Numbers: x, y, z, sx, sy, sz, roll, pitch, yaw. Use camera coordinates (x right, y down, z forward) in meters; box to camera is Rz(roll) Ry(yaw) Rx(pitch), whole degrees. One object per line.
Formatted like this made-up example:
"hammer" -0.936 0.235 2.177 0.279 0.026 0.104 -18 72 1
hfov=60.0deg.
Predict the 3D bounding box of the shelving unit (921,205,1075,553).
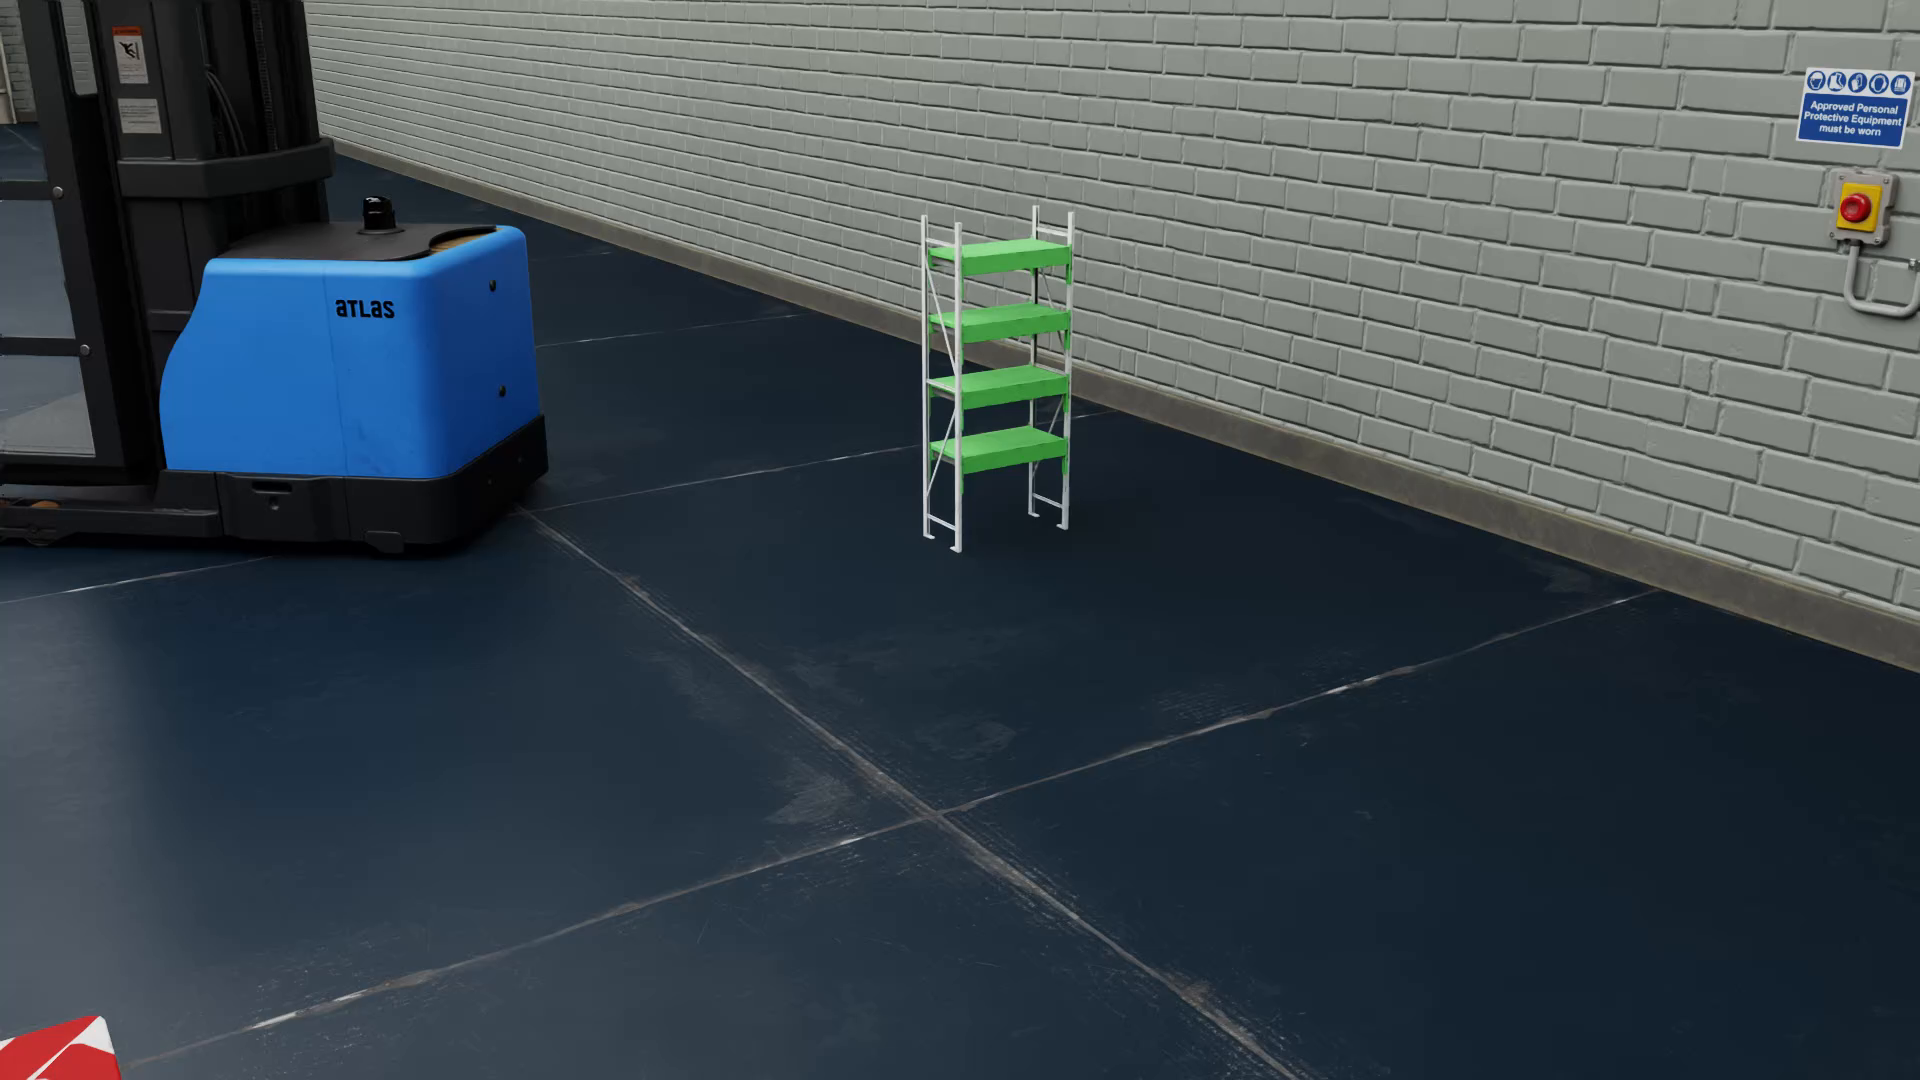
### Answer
"shelving unit" 0.138 -0.598 6.139 0.503 1.200 0.258 -12 22 -31

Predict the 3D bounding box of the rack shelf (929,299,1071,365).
"rack shelf" 0.138 -0.764 6.082 0.480 0.148 0.258 -12 22 -31

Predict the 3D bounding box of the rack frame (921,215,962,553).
"rack frame" -0.066 -0.555 6.012 0.015 1.200 0.240 -12 22 -31

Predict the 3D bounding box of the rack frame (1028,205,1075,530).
"rack frame" 0.342 -0.641 6.266 0.015 1.200 0.240 -12 22 -31

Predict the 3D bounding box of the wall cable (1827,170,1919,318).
"wall cable" 2.629 -1.629 4.743 0.123 1.953 0.585 -12 22 -31

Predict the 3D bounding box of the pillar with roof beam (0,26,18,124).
"pillar with roof beam" -11.544 -9.156 19.277 0.400 9.000 9.100 -12 22 -31

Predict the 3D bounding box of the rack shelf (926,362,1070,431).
"rack shelf" 0.138 -0.537 6.159 0.480 0.148 0.258 -12 22 -31

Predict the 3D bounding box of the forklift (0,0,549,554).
"forklift" -3.256 -1.530 6.193 3.031 2.935 1.130 2 19 7

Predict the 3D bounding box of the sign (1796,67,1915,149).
"sign" 2.653 -1.284 4.938 0.001 0.218 0.327 -12 22 -31

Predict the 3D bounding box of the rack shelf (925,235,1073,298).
"rack shelf" 0.138 -0.992 6.006 0.480 0.148 0.258 -12 22 -31

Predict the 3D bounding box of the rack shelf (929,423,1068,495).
"rack shelf" 0.138 -0.310 6.236 0.480 0.148 0.258 -12 22 -31
